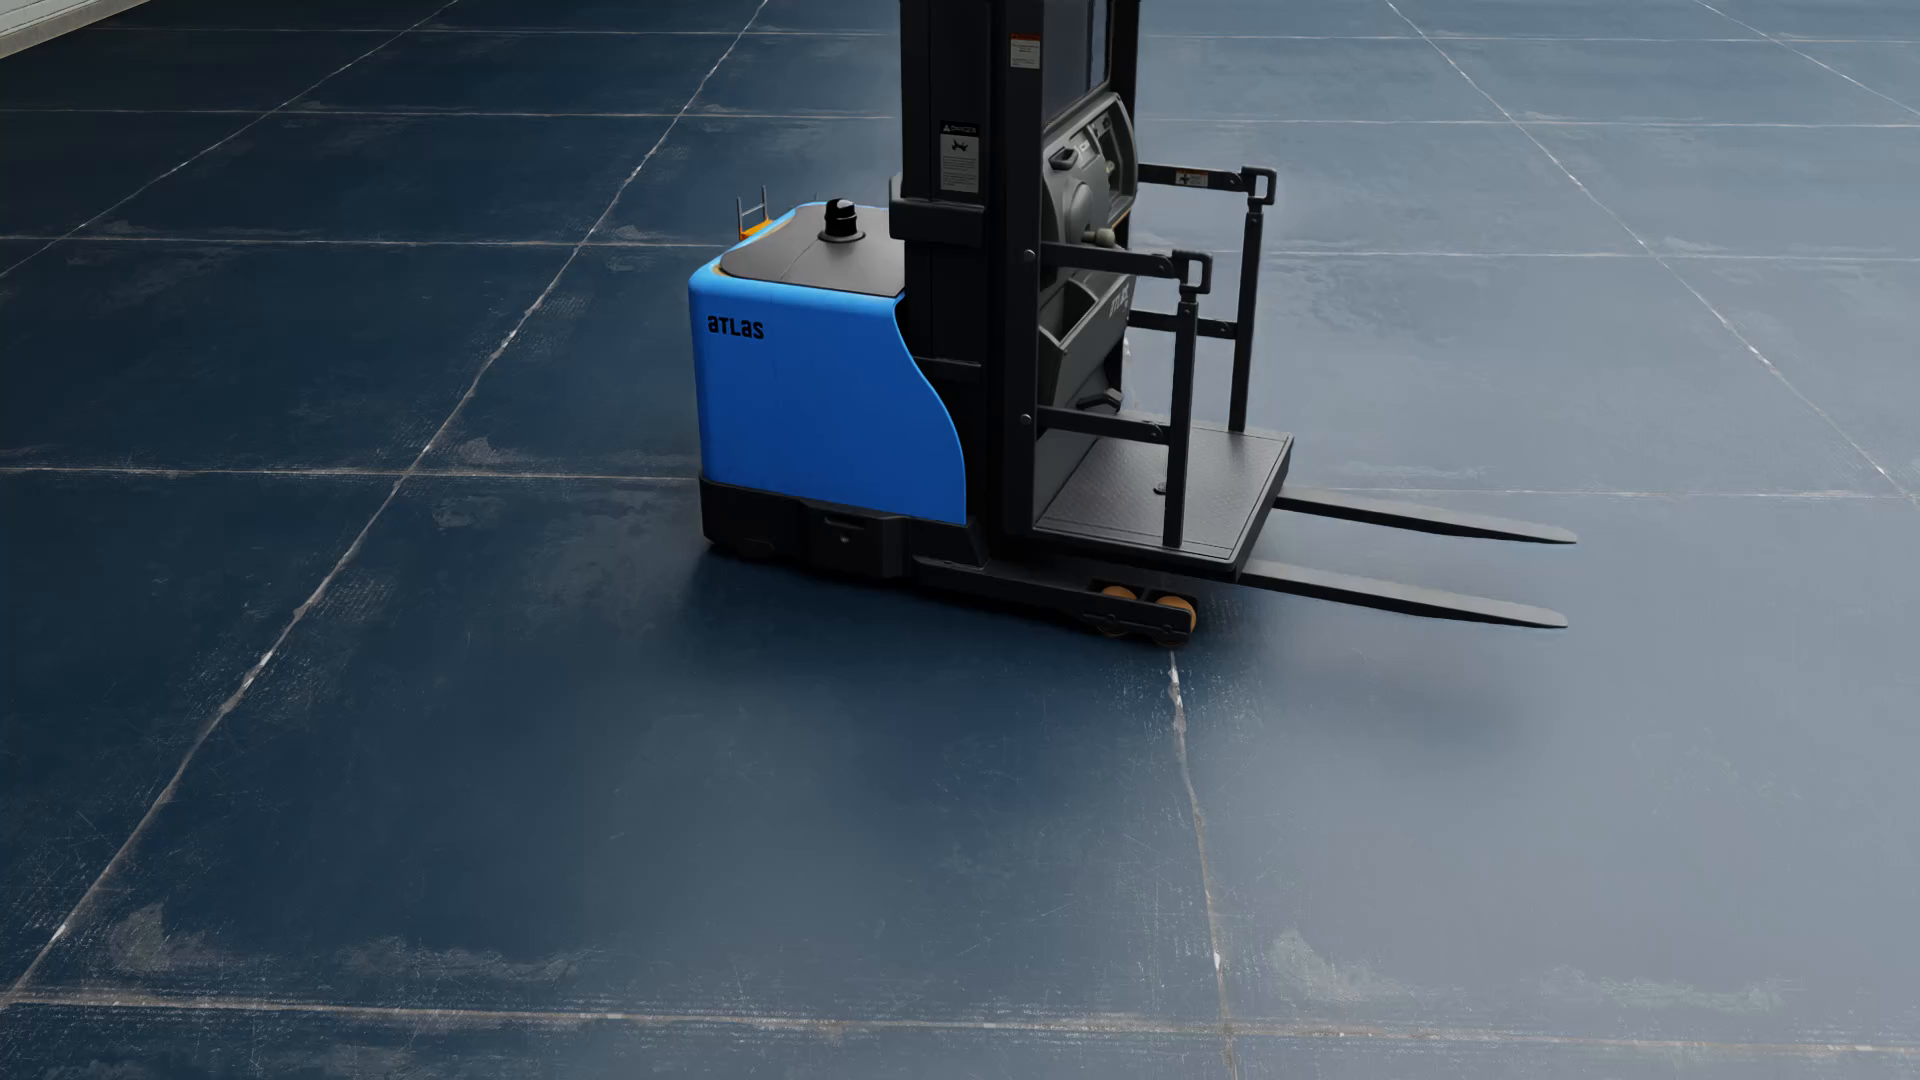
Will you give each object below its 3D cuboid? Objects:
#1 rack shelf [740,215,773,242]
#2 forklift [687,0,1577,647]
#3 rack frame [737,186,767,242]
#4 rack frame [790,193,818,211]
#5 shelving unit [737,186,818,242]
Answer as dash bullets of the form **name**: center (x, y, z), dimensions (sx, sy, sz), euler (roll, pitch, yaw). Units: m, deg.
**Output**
- **rack shelf**: center (-0.722, -1.139, 6.694), dimensions (0.240, 0.259, 0.215), euler (13, 31, 23)
- **forklift**: center (0.620, -1.219, 5.419), dimensions (3.031, 2.935, 1.130), euler (10, 30, 18)
- **rack frame**: center (-0.831, -0.923, 6.870), dimensions (0.008, 1.050, 0.200), euler (13, 31, 23)
- **rack frame**: center (-0.613, -0.872, 6.774), dimensions (0.008, 1.050, 0.200), euler (13, 31, 23)
- **shelving unit**: center (-0.722, -0.897, 6.822), dimensions (0.252, 1.050, 0.215), euler (13, 31, 23)
